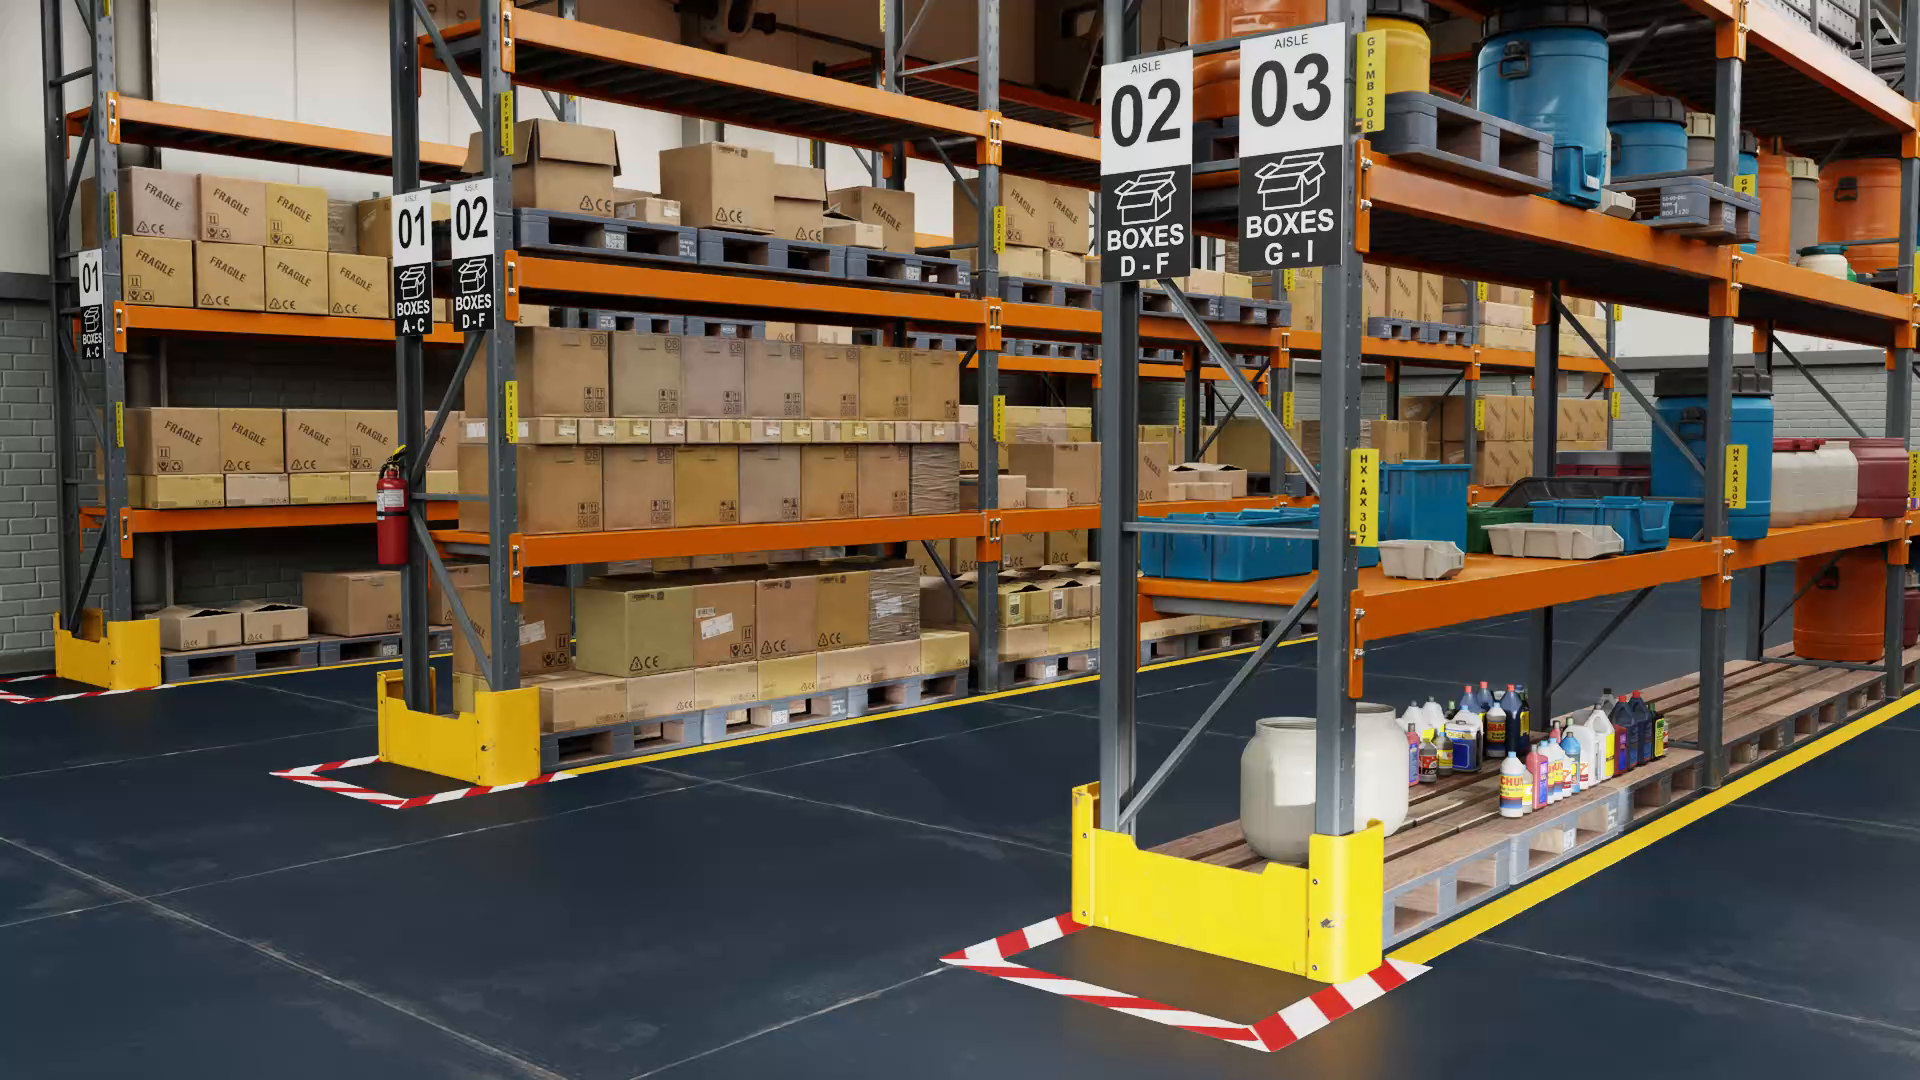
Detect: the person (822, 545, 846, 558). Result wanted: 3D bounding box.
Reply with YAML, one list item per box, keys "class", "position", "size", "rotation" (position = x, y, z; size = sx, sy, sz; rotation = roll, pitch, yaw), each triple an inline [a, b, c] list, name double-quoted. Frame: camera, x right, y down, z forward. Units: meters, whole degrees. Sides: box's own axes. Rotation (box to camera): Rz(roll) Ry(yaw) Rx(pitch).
- class: "person"
  position: [-1.269, -0.058, 16.466]
  size: [0.381, 1.771, 0.552]
  rotation: [-1, 4, -9]
